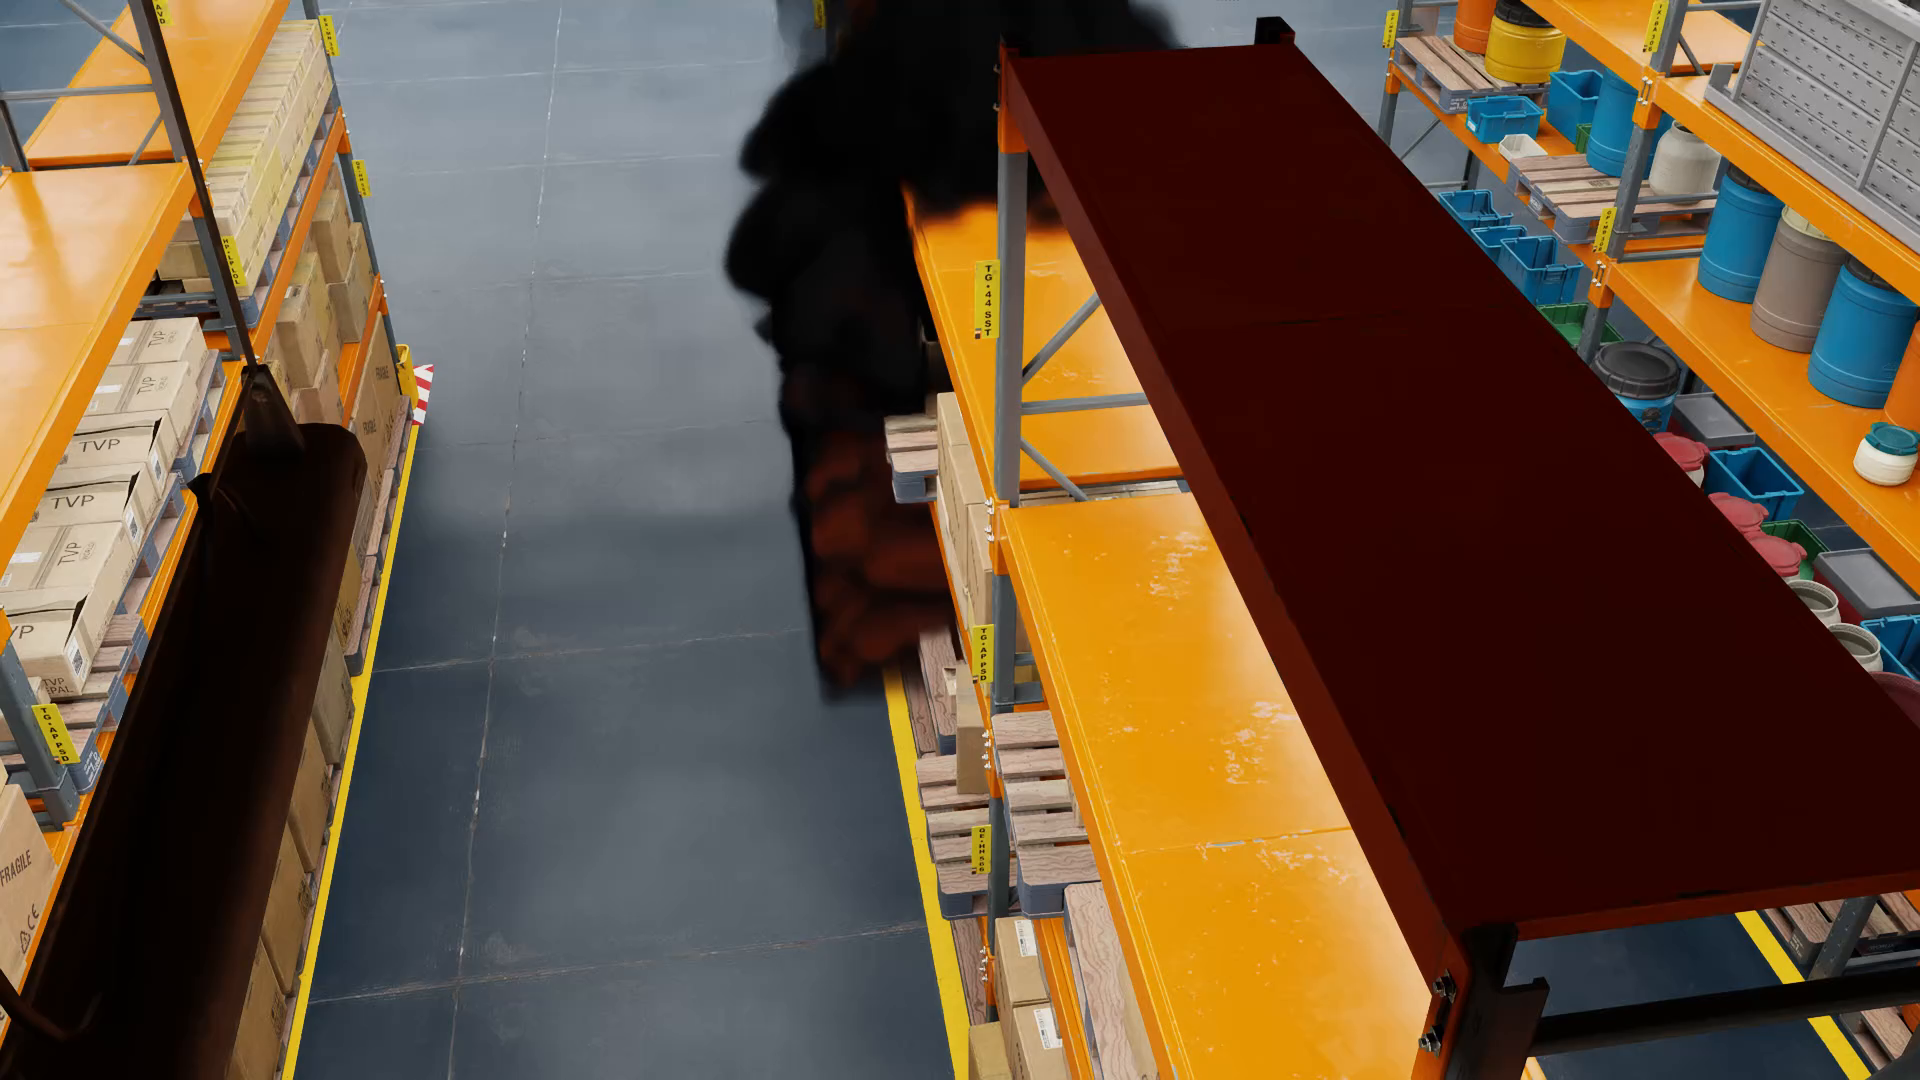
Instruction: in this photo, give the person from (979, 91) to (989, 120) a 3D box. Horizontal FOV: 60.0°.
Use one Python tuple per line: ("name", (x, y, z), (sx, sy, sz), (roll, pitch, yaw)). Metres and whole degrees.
("person", (0.093, -4.636, 18.310), (0.607, 1.722, 0.656), (15, 39, 20))
